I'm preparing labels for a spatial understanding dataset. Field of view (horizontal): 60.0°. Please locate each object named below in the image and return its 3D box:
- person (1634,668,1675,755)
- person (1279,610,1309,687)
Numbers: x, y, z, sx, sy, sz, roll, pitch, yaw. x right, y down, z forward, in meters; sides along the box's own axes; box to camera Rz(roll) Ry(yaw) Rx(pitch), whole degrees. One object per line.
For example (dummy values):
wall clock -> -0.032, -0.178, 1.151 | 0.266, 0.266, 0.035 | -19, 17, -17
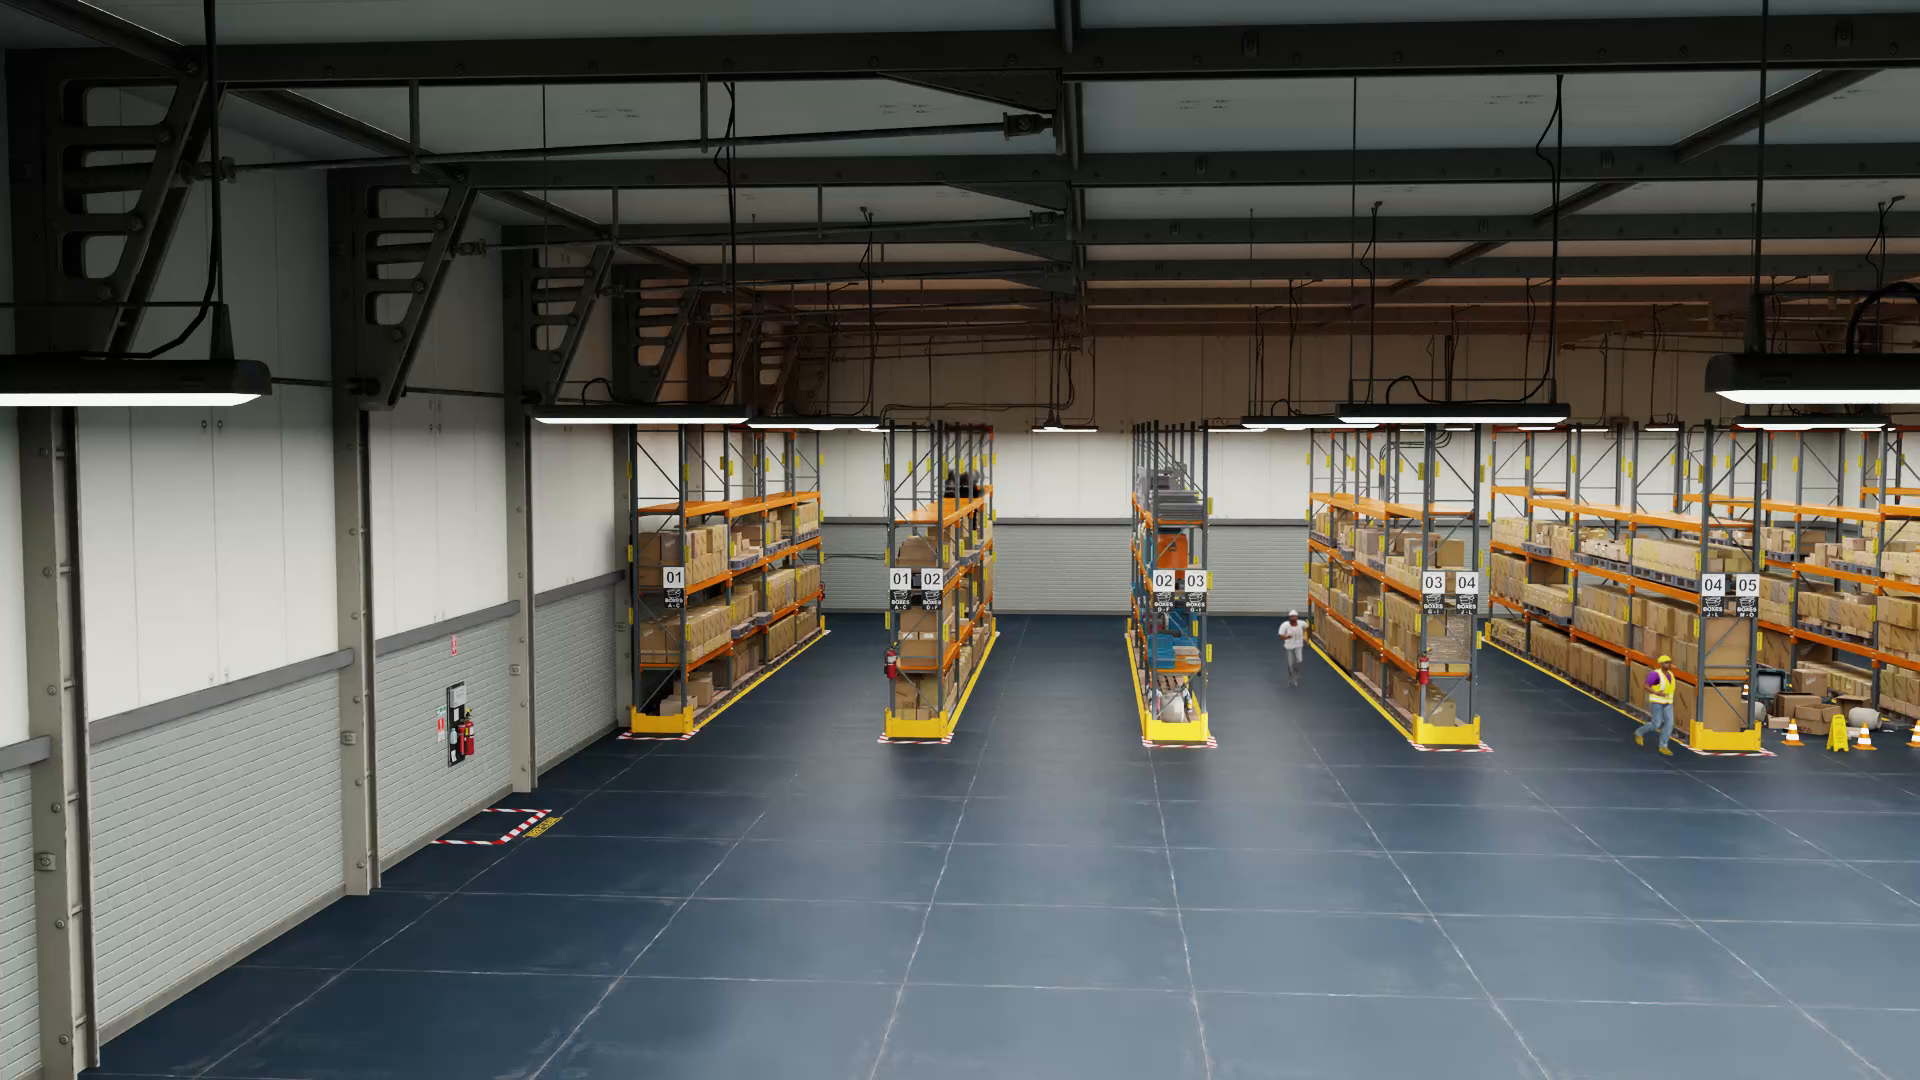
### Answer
person -> 12.657, 3.076, 30.088 | 0.684, 1.519, 0.824 | -1, 4, -22
person -> 13.200, 2.873, 31.079 | 12.672, 1.742, 13.572 | 0, 4, 3
